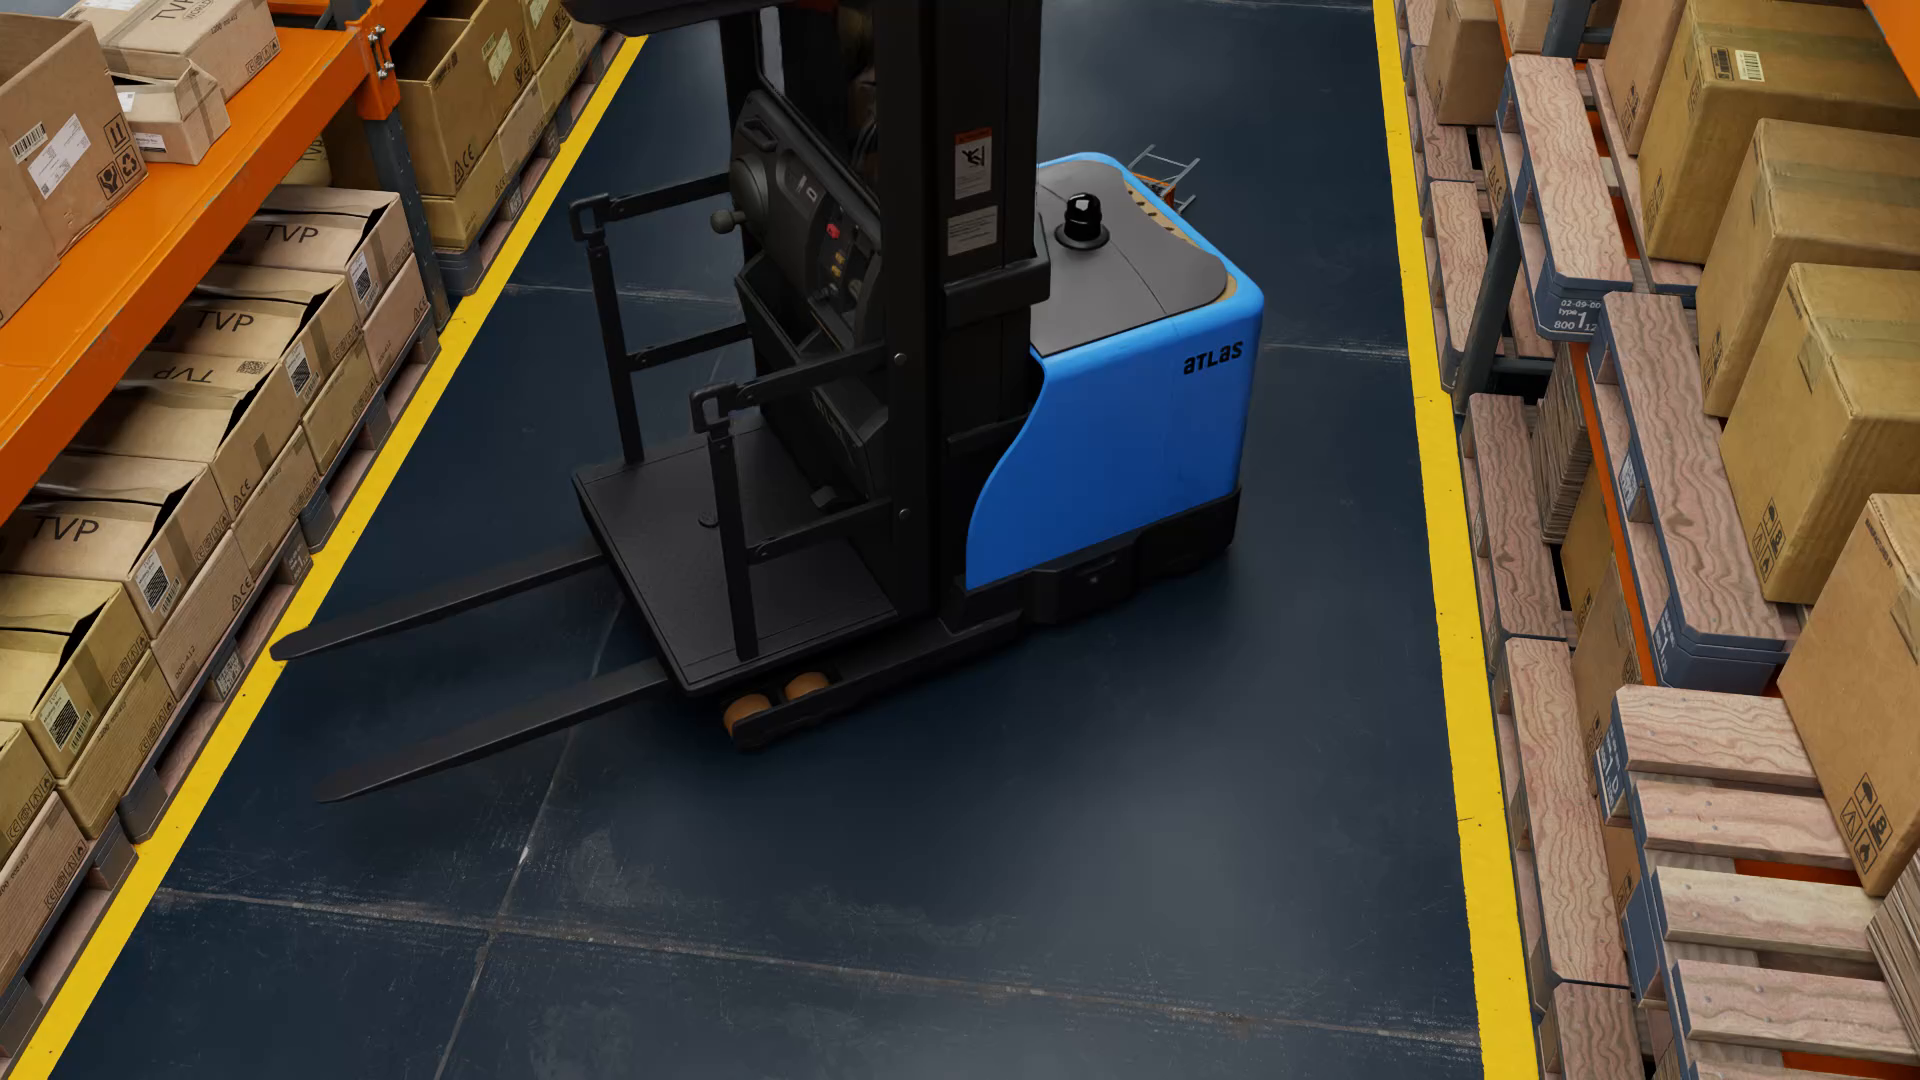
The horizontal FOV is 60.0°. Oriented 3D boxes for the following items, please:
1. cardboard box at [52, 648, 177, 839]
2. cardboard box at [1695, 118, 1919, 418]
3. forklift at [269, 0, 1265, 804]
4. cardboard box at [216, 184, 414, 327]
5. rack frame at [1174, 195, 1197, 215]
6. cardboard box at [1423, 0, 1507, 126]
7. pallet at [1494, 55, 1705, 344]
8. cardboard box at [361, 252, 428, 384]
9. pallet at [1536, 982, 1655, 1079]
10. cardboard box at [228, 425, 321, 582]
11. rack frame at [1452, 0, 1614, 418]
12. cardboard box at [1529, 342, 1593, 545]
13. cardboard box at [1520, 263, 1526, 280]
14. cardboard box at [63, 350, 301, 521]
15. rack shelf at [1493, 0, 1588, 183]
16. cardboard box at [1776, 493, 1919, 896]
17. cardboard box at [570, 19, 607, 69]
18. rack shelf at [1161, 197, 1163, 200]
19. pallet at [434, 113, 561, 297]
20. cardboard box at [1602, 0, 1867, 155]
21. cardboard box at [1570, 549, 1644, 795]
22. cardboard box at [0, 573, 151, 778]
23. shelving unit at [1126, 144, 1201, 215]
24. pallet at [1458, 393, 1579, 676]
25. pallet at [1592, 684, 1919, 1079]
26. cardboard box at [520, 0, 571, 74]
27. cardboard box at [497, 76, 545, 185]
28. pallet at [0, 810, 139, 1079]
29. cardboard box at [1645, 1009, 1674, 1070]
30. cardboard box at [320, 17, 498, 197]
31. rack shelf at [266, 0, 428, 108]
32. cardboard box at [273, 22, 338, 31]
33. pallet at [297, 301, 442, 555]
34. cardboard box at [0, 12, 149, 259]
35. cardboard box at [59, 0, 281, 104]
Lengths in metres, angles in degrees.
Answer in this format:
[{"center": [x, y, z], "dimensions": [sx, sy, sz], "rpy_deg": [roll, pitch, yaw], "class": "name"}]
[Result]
[{"center": [-2.592, 0.547, 4.685], "dimensions": [0.500, 0.250, 0.500], "rpy_deg": [4, 44, 4], "class": "cardboard box"}, {"center": [2.121, -0.570, 3.777], "dimensions": [0.700, 0.500, 0.500], "rpy_deg": [11, 45, 11], "class": "cardboard box"}, {"center": [-0.613, -0.850, 4.516], "dimensions": [3.031, 2.935, 1.130], "rpy_deg": [-20, 47, -20], "class": "forklift"}, {"center": [-2.321, -1.053, 5.967], "dimensions": [0.500, 0.311, 0.500], "rpy_deg": [5, 44, 6], "class": "cardboard box"}, {"center": [0.620, -1.215, 7.025], "dimensions": [0.240, 0.006, 1.200], "rpy_deg": [24, 48, 23], "class": "rack frame"}, {"center": [2.485, -2.180, 7.369], "dimensions": [0.700, 0.500, 0.500], "rpy_deg": [3, 44, 3], "class": "cardboard box"}, {"center": [2.114, -0.972, 4.734], "dimensions": [1.003, 0.211, 1.213], "rpy_deg": [5, 44, 6], "class": "pallet"}, {"center": [-2.319, -0.842, 6.152], "dimensions": [0.500, 0.250, 0.500], "rpy_deg": [5, 44, 5], "class": "cardboard box"}, {"center": [1.935, 1.657, 3.847], "dimensions": [1.003, 0.211, 1.213], "rpy_deg": [5, 44, 6], "class": "pallet"}, {"center": [-2.455, -0.149, 5.420], "dimensions": [0.500, 0.250, 0.500], "rpy_deg": [6, 44, 6], "class": "cardboard box"}, {"center": [2.359, -1.549, 5.205], "dimensions": [1.000, 3.000, 0.127], "rpy_deg": [5, 44, 6], "class": "rack frame"}, {"center": [2.278, -0.298, 5.381], "dimensions": [0.700, 0.500, 0.500], "rpy_deg": [7, 44, 7], "class": "cardboard box"}, {"center": [2.400, -1.048, 6.415], "dimensions": [0.380, 0.166, 0.250], "rpy_deg": [0, 43, 0], "class": "cardboard box"}, {"center": [-2.452, -0.358, 5.233], "dimensions": [0.500, 0.311, 0.500], "rpy_deg": [5, 44, 5], "class": "cardboard box"}, {"center": [2.623, -2.651, 6.891], "dimensions": [1.077, 0.370, 4.000], "rpy_deg": [5, 44, 6], "class": "rack shelf"}, {"center": [1.929, 0.276, 2.884], "dimensions": [0.700, 0.500, 0.500], "rpy_deg": [1, 43, 2], "class": "cardboard box"}, {"center": [-1.988, -2.461, 7.862], "dimensions": [0.500, 0.250, 0.500], "rpy_deg": [5, 44, 6], "class": "cardboard box"}, {"center": [0.726, -1.394, 7.082], "dimensions": [0.258, 0.180, 0.103], "rpy_deg": [24, 48, 23], "class": "rack shelf"}, {"center": [-2.405, -1.523, 7.204], "dimensions": [1.003, 0.211, 1.213], "rpy_deg": [5, 44, 6], "class": "pallet"}, {"center": [2.258, -1.402, 4.656], "dimensions": [0.700, 0.500, 0.500], "rpy_deg": [5, 44, 6], "class": "cardboard box"}, {"center": [2.152, 0.403, 4.641], "dimensions": [0.700, 0.500, 0.500], "rpy_deg": [6, 44, 6], "class": "cardboard box"}, {"center": [-2.590, 0.335, 4.501], "dimensions": [0.500, 0.311, 0.500], "rpy_deg": [4, 44, 4], "class": "cardboard box"}, {"center": [0.620, -1.281, 6.962], "dimensions": [0.258, 0.189, 1.200], "rpy_deg": [24, 48, 23], "class": "shelving unit"}, {"center": [2.257, -0.006, 5.603], "dimensions": [1.003, 0.211, 1.213], "rpy_deg": [5, 44, 6], "class": "pallet"}, {"center": [1.819, 0.751, 2.915], "dimensions": [1.213, 0.211, 1.003], "rpy_deg": [5, 44, 6], "class": "pallet"}, {"center": [-2.048, -2.392, 7.244], "dimensions": [0.500, 0.500, 0.500], "rpy_deg": [5, 44, 6], "class": "cardboard box"}, {"center": [-2.119, -1.780, 7.142], "dimensions": [0.500, 0.250, 0.500], "rpy_deg": [5, 44, 6], "class": "cardboard box"}, {"center": [-2.933, 1.184, 4.346], "dimensions": [1.003, 0.211, 1.213], "rpy_deg": [5, 44, 6], "class": "pallet"}, {"center": [2.057, 1.089, 3.916], "dimensions": [0.700, 0.500, 0.500], "rpy_deg": [5, 44, 5], "class": "cardboard box"}, {"center": [-2.180, -1.711, 6.524], "dimensions": [0.500, 0.500, 0.500], "rpy_deg": [5, 44, 6], "class": "cardboard box"}, {"center": [-2.288, -3.099, 7.364], "dimensions": [1.077, 0.370, 4.000], "rpy_deg": [5, 44, 6], "class": "rack shelf"}, {"center": [-2.630, -2.099, 6.934], "dimensions": [0.500, 0.500, 0.500], "rpy_deg": [5, 44, 6], "class": "cardboard box"}, {"center": [-2.611, -0.479, 6.102], "dimensions": [1.003, 0.211, 1.213], "rpy_deg": [5, 44, 6], "class": "pallet"}, {"center": [-2.739, -1.152, 4.713], "dimensions": [0.500, 0.500, 0.500], "rpy_deg": [8, 44, 9], "class": "cardboard box"}, {"center": [-2.574, -1.603, 5.370], "dimensions": [0.500, 0.250, 0.500], "rpy_deg": [8, 44, 8], "class": "cardboard box"}]
